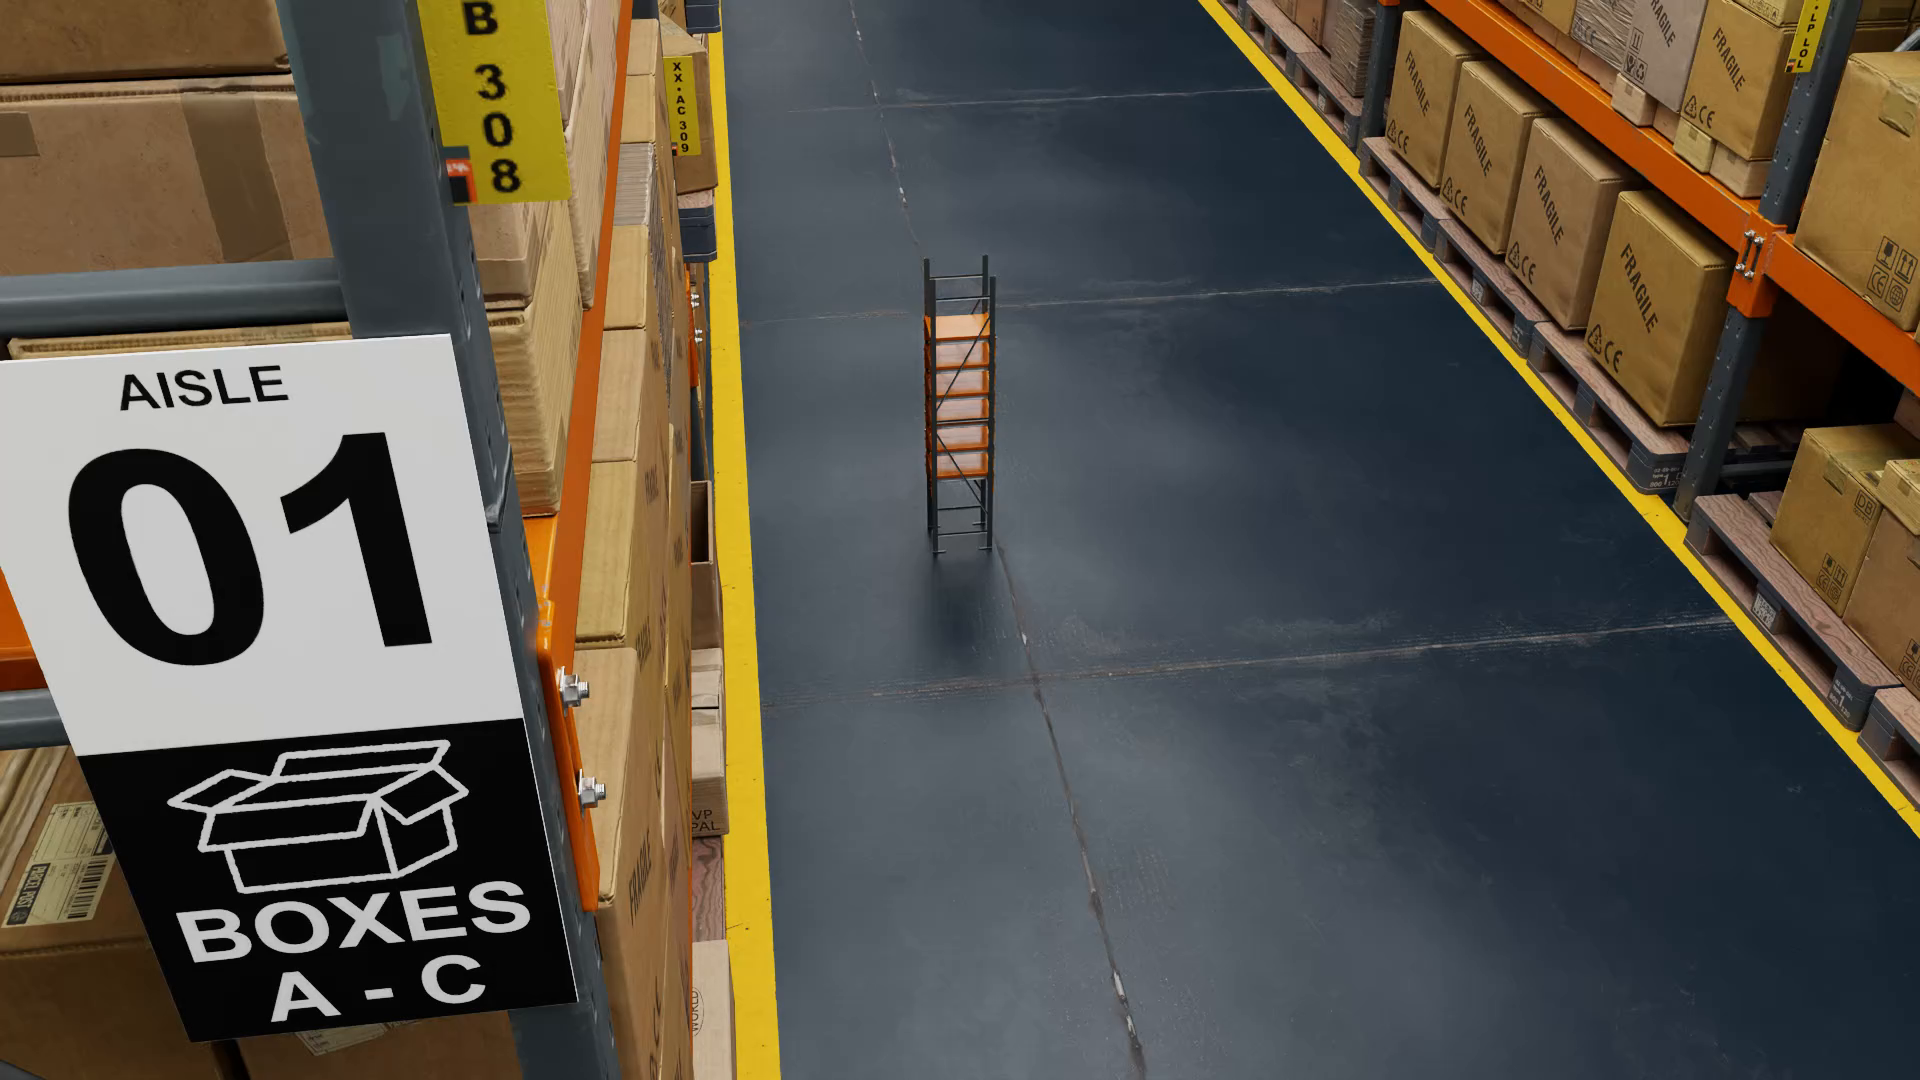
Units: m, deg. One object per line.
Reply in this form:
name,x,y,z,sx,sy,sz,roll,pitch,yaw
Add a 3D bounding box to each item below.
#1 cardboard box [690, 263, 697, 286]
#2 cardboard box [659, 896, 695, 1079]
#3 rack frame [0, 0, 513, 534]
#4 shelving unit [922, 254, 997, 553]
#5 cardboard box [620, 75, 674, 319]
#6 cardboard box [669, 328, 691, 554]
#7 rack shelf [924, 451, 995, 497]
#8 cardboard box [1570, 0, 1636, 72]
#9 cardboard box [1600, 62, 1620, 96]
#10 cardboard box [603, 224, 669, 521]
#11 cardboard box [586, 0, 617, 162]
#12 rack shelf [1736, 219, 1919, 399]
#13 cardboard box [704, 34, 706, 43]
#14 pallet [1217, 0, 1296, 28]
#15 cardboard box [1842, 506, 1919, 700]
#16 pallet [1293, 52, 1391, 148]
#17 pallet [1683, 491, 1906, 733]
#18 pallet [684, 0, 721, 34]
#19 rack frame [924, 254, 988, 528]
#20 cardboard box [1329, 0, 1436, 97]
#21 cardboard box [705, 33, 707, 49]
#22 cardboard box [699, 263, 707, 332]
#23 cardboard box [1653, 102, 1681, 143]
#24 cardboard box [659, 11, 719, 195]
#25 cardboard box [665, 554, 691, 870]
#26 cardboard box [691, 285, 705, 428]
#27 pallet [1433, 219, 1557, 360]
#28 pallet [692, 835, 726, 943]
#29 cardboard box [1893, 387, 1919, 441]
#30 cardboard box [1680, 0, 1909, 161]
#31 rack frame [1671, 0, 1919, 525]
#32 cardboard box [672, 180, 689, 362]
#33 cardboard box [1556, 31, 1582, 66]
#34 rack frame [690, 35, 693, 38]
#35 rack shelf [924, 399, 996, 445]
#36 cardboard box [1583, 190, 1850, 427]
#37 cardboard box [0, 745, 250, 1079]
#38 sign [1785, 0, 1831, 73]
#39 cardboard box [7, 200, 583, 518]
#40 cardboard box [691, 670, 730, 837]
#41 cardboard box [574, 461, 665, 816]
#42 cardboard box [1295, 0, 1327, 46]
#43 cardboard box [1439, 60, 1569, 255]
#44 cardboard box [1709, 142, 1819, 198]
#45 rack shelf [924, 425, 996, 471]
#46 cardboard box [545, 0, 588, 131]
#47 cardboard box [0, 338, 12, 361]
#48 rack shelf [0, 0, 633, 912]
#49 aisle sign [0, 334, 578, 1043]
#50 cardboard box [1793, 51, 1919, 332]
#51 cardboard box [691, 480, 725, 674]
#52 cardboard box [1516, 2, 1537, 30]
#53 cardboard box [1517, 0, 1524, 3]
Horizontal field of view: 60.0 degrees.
cardboard box,-1.395,-1.301,7.159,0.500,0.250,0.500,-4,35,-6
cardboard box,-0.698,0.927,2.637,0.500,0.500,0.500,-4,34,-5
rack frame,-0.899,-1.243,0.583,1.000,3.000,0.127,-4,35,-6
shelving unit,-0.002,-0.504,6.424,0.258,1.200,0.189,-4,35,-6
cardboard box,-1.041,-0.902,4.433,0.500,0.500,0.500,-5,35,-7
cardboard box,-0.974,-0.204,4.296,0.500,0.500,0.500,-4,34,-5
rack shelf,-0.002,-0.269,6.584,0.258,0.103,0.180,-4,35,-6
cardboard box,3.021,-2.349,7.163,0.500,0.500,0.500,-4,35,-6
cardboard box,3.036,-2.016,7.250,0.380,0.149,0.250,-4,35,-6
cardboard box,-0.907,-0.340,3.608,0.500,0.500,0.500,-5,35,-7
cardboard box,-0.840,-0.806,2.739,0.500,0.250,0.500,-4,35,-6
rack shelf,3.740,0.040,4.666,1.077,0.370,4.000,-4,35,-6
cardboard box,-1.900,-3.389,10.630,0.500,0.311,0.500,-5,35,-8
pallet,2.501,-4.251,12.800,1.003,0.211,1.213,-4,35,-6
cardboard box,3.534,0.192,5.651,0.700,0.500,0.500,-5,35,-7
pallet,2.829,-2.889,10.802,1.003,0.211,1.213,-4,35,-6
pallet,3.496,0.209,6.255,1.003,0.211,1.213,-4,35,-6
pallet,-1.815,-2.776,8.330,1.213,0.211,1.003,-4,35,-6
rack frame,-0.014,-0.555,6.499,0.240,1.200,0.006,-4,35,-6
cardboard box,2.784,-3.152,10.540,0.700,0.500,0.500,-4,34,-6
cardboard box,-1.968,-3.436,11.197,0.500,0.250,0.500,-4,34,-5
cardboard box,-1.471,-1.291,7.811,0.500,0.500,0.500,-6,35,-8
cardboard box,3.097,-1.732,6.833,0.380,0.149,0.250,-3,34,-5
cardboard box,-1.279,-1.492,5.814,0.700,0.500,0.500,-16,37,-22
cardboard box,-0.837,0.360,3.470,0.500,0.500,0.500,-4,35,-7
cardboard box,-1.344,-0.730,6.986,0.500,0.500,0.500,-4,34,-6
pallet,3.125,-1.328,8.511,1.003,0.211,1.213,-4,35,-6
pallet,-1.179,1.222,4.769,1.003,0.211,1.213,-4,35,-6
cardboard box,3.647,-0.453,6.021,0.380,0.149,0.250,-5,35,-7
cardboard box,3.159,-1.784,6.334,0.500,0.500,0.500,-5,35,-7
rack frame,3.471,-1.373,6.101,1.000,3.000,0.127,-4,35,-6
cardboard box,-1.116,-0.778,5.139,0.500,0.500,0.500,-4,34,-6
cardboard box,2.993,-2.306,7.676,0.380,0.149,0.250,-3,34,-5
rack frame,-1.975,-3.228,8.823,1.000,3.000,0.127,-4,35,-6
rack shelf,-0.002,-0.467,6.449,0.258,0.103,0.180,-4,35,-6
cardboard box,3.255,-1.011,7.106,0.750,0.750,0.750,-4,34,-6
cardboard box,-1.232,0.554,2.296,0.500,0.500,0.500,-5,35,-7
sign,2.934,-1.772,5.729,0.100,0.325,0.005,-4,35,-6
cardboard box,-0.717,-0.247,1.919,0.500,0.250,0.500,-4,35,-6
cardboard box,-0.979,0.648,5.132,0.500,0.311,0.500,-4,35,-6
cardboard box,-0.776,0.223,2.782,0.500,0.500,0.500,-4,34,-6
cardboard box,2.735,-3.723,11.379,0.700,0.500,0.500,-5,35,-7
cardboard box,3.013,-1.981,8.529,0.750,0.750,0.750,-5,35,-7
cardboard box,3.145,-1.445,6.412,0.380,0.149,0.250,-4,34,-6
rack shelf,-0.002,-0.368,6.517,0.258,0.103,0.180,-4,35,-6
cardboard box,-0.771,-0.734,2.189,0.500,0.250,0.500,-4,35,-6
cardboard box,-1.230,-0.208,1.861,0.500,0.250,0.500,-4,35,-6
rack shelf,-1.168,-0.822,3.268,1.077,0.370,4.000,-4,35,-6
aisle sign,-0.599,0.178,1.517,0.394,0.787,0.004,-4,35,-6
cardboard box,3.528,-1.193,5.571,0.980,0.700,0.700,-4,34,-6
cardboard box,-1.080,0.152,5.693,0.500,0.500,0.500,-4,35,-6
cardboard box,2.948,-2.593,8.096,0.380,0.149,0.250,-4,34,-6
cardboard box,2.871,-2.917,7.997,0.500,0.500,0.500,-5,35,-7
